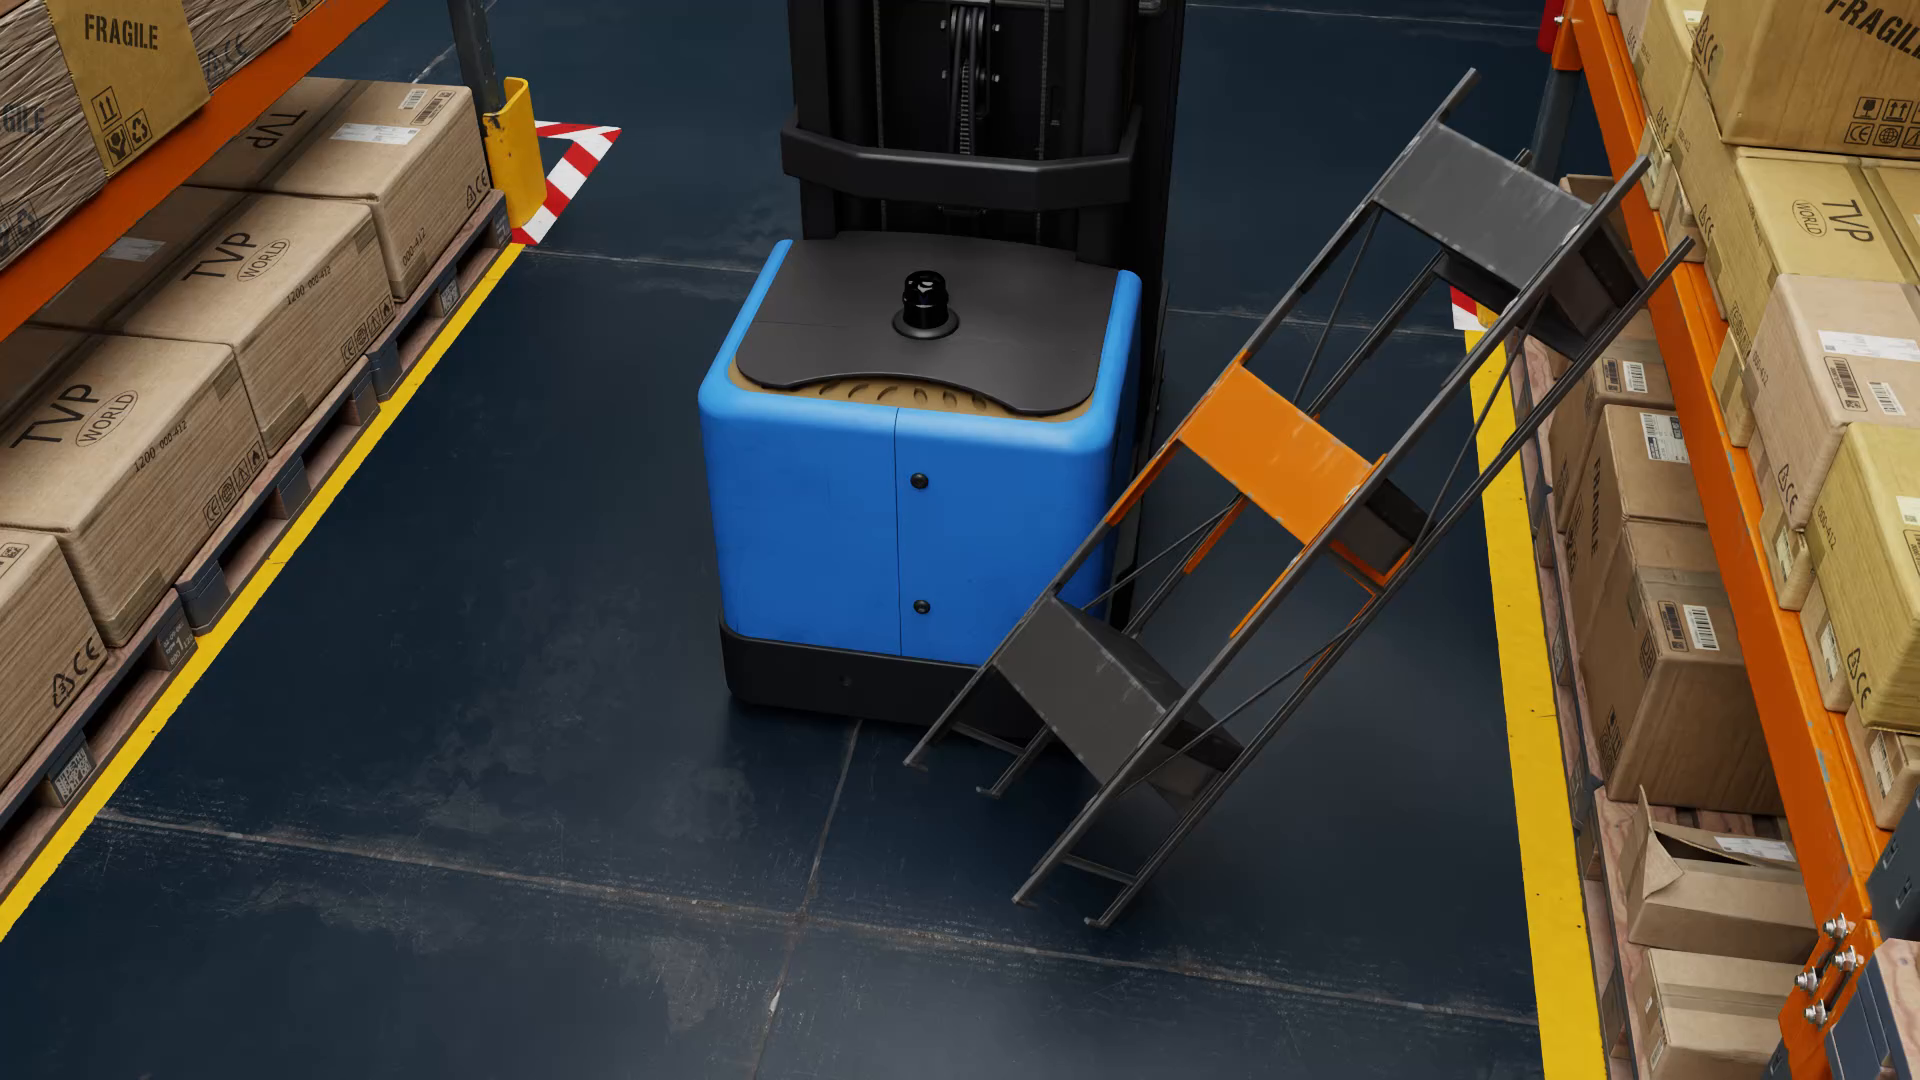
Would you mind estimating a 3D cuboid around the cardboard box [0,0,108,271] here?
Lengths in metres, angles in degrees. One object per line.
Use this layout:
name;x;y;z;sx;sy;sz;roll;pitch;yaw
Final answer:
cardboard box;-2.505;-0.994;4.020;0.500;0.500;0.500;7;40;8

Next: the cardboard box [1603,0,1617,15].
cardboard box;2.227;-1.756;5.217;0.380;0.149;0.250;6;40;7

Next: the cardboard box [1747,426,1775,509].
cardboard box;1.785;-0.143;3.266;0.380;0.149;0.250;7;40;9

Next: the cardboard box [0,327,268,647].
cardboard box;-2.659;-0.182;4.797;0.875;0.438;0.875;5;40;6

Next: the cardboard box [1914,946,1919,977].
cardboard box;1.558;0.560;1.811;0.700;0.500;0.500;7;40;9

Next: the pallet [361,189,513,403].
pallet;-2.397;-0.989;6.280;1.003;0.211;1.213;6;40;8

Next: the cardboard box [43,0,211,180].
cardboard box;-2.416;-1.318;4.411;0.500;0.500;0.500;8;40;9

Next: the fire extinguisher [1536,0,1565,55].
fire extinguisher;2.124;-1.999;5.667;0.296;0.674;0.183;6;40;8

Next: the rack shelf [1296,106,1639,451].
rack shelf;1.182;-0.589;3.810;0.518;0.431;0.480;-51;49;9

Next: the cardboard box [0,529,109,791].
cardboard box;-2.813;0.380;4.118;0.875;0.438;0.875;6;40;7

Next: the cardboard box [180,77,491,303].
cardboard box;-2.351;-1.323;6.177;0.875;0.438;0.875;5;40;6

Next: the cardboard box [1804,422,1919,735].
cardboard box;1.710;0.078;2.686;0.500;0.250;0.500;7;40;9

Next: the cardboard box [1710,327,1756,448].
cardboard box;1.802;-0.306;3.464;0.380;0.149;0.250;6;40;7

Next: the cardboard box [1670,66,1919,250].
cardboard box;1.971;-0.872;3.835;0.500;0.250;0.500;5;40;7

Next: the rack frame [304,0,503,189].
rack frame;-2.335;-2.574;6.009;1.000;3.000;0.127;6;40;8

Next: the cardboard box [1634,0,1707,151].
cardboard box;2.039;-1.196;4.226;0.500;0.250;0.500;6;40;7

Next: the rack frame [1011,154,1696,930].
rack frame;0.886;0.075;3.755;2.100;0.400;0.015;-51;49;9

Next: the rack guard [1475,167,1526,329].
rack guard;2.541;-1.018;6.089;1.175;0.500;0.348;6;40;8

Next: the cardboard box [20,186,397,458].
cardboard box;-2.501;-0.748;5.481;0.875;0.438;0.875;7;40;9

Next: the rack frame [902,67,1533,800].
rack frame;0.629;-0.194;4.072;2.100;0.400;0.015;-51;49;9

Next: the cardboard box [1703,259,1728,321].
cardboard box;1.953;-0.616;3.838;0.380;0.149;0.250;6;40;8

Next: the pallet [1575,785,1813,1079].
pallet;1.982;1.125;3.723;1.003;0.211;1.213;6;40;8

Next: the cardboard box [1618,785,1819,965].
cardboard box;1.731;0.767;3.784;0.396;0.266;0.258;8;40;9

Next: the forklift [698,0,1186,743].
forklift;0.112;-1.525;4.794;1.130;2.935;3.031;7;40;8

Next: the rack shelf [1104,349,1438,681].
rack shelf;0.749;-0.049;3.916;0.518;0.431;0.480;-51;49;9

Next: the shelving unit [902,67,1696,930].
shelving unit;0.757;-0.060;3.913;2.100;0.431;0.503;-51;49;9

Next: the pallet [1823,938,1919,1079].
pallet;1.616;1.045;1.783;1.003;0.211;1.213;6;40;8

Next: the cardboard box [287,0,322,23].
cardboard box;-2.260;-1.967;5.197;0.500;0.500;0.500;6;40;7

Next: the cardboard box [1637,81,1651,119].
cardboard box;2.113;-1.271;4.630;0.380;0.149;0.250;8;40;9

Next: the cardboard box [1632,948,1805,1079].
cardboard box;1.669;1.036;3.550;0.380;0.149;0.250;5;40;6

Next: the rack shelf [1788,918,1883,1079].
rack shelf;1.516;2.014;1.025;1.077;0.370;4.000;6;40;8

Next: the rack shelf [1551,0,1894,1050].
rack shelf;2.208;-0.496;4.061;1.077;0.370;4.000;6;40;8

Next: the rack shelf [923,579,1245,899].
rack shelf;0.316;0.490;4.021;0.518;0.431;0.480;-51;49;9

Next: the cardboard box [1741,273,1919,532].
cardboard box;1.782;-0.238;3.068;0.500;0.250;0.500;7;40;8

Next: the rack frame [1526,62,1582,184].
rack frame;2.554;-2.029;5.350;1.000;3.000;0.127;6;40;8

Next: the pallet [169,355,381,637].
pallet;-2.610;-0.225;5.357;1.003;0.211;1.213;6;40;8

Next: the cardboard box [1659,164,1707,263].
cardboard box;1.930;-0.785;4.043;0.380;0.149;0.250;7;40;9

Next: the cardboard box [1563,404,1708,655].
cardboard box;1.979;-0.001;4.529;0.500;0.500;0.500;7;40;8

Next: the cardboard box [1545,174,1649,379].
cardboard box;2.355;-0.855;5.560;0.797;0.503;0.637;5;40;6

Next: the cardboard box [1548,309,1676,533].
cardboard box;2.169;-0.322;4.917;0.700;0.500;0.500;8;40;9

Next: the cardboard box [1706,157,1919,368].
cardboard box;1.881;-0.549;3.445;0.500;0.250;0.500;6;40;7

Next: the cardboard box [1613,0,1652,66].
cardboard box;2.123;-1.514;4.612;0.500;0.250;0.500;7;40;8

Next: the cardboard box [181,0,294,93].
cardboard box;-2.339;-1.643;4.805;0.500;0.500;0.500;7;40;9

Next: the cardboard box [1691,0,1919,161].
cardboard box;1.951;-1.178;3.617;0.500;0.500;0.500;7;40;9

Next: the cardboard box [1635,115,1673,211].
cardboard box;1.955;-0.953;4.246;0.380;0.149;0.250;5;40;6

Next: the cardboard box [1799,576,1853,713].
cardboard box;1.692;0.185;2.870;0.380;0.149;0.250;7;40;9

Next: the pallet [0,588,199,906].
pallet;-2.819;0.543;4.428;1.003;0.211;1.213;6;40;8

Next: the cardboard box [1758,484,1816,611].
cardboard box;1.713;0.019;3.070;0.380;0.149;0.250;7;40;9

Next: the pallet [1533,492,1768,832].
pallet;2.191;0.357;4.652;1.003;0.211;1.213;6;40;8

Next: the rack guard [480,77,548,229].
rack guard;-2.331;-1.626;6.824;1.175;0.500;0.348;6;40;8

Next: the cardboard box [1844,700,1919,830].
cardboard box;1.668;0.350;2.669;0.380;0.149;0.250;7;40;8

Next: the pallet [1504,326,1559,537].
pallet;2.404;-0.406;5.576;1.003;0.211;1.213;6;40;8

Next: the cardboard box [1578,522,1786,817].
cardboard box;1.989;0.330;4.129;0.700;0.500;0.500;5;40;6
